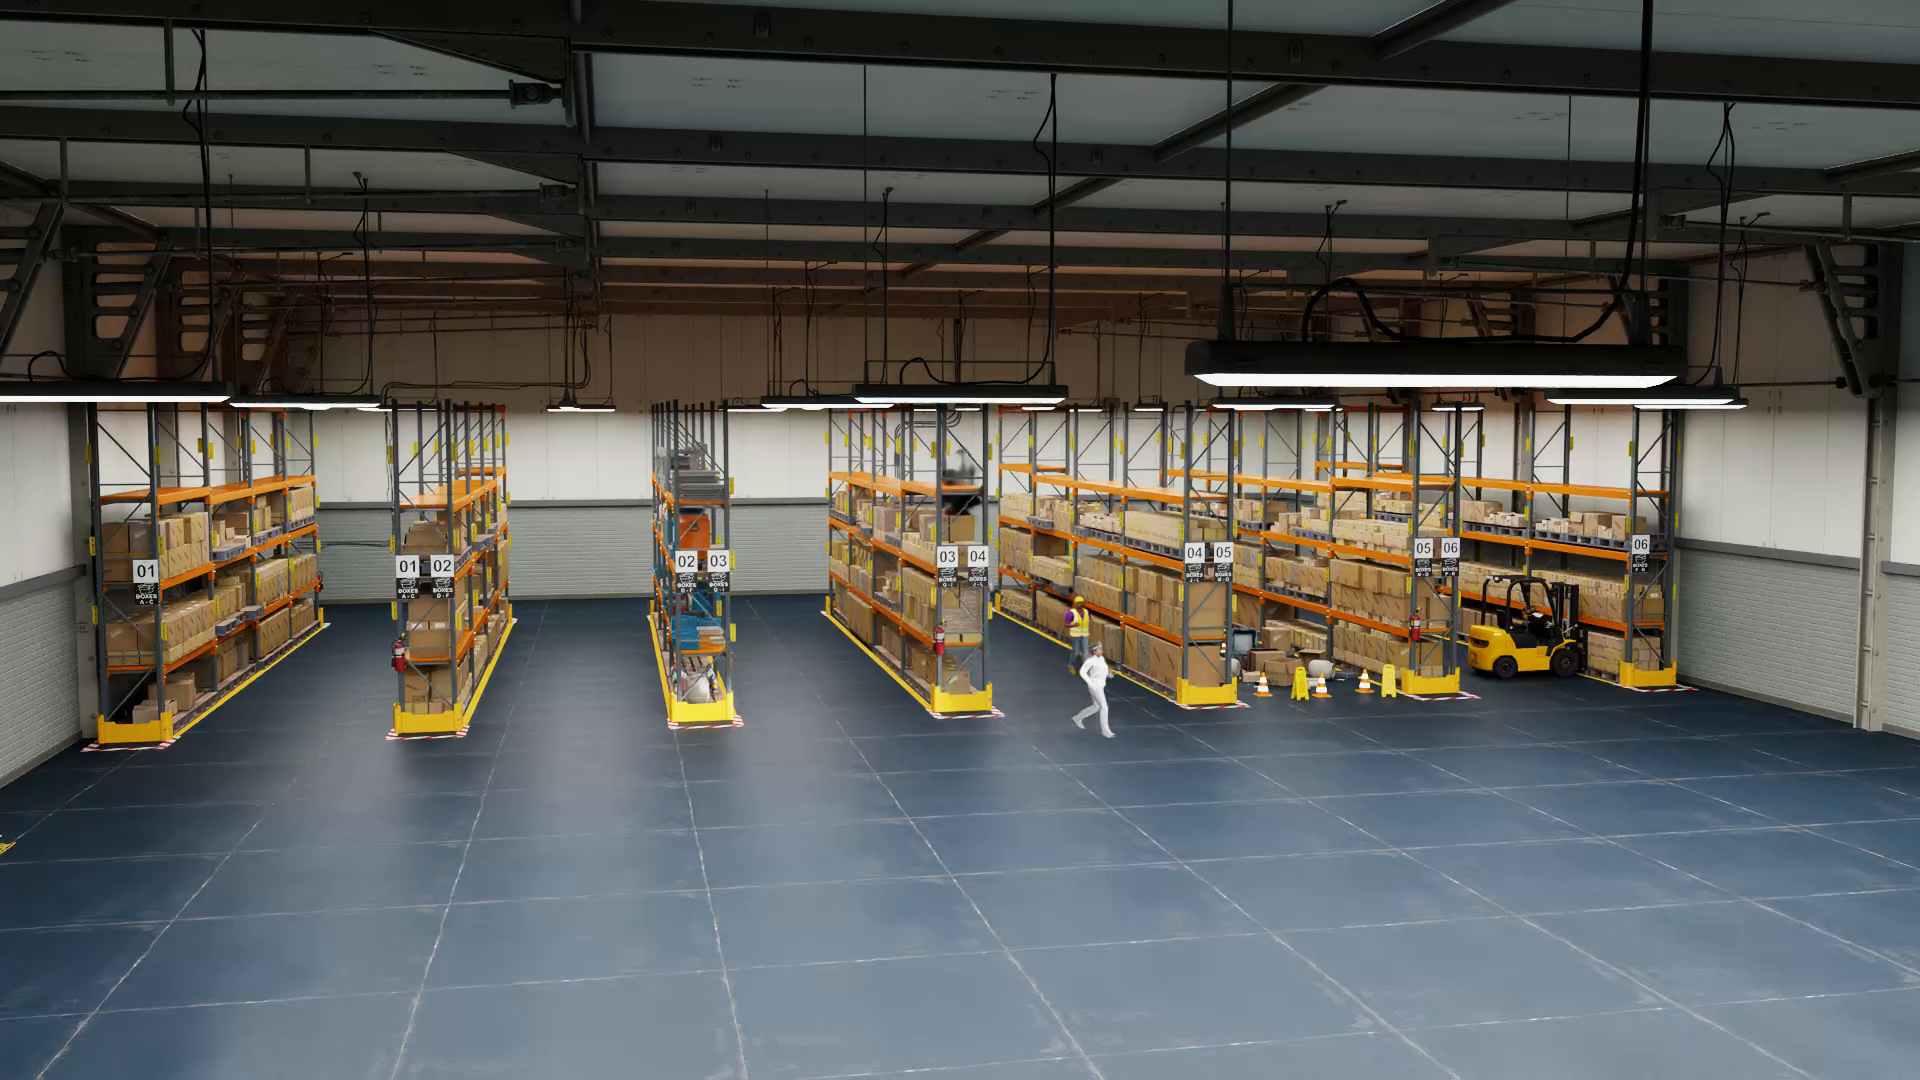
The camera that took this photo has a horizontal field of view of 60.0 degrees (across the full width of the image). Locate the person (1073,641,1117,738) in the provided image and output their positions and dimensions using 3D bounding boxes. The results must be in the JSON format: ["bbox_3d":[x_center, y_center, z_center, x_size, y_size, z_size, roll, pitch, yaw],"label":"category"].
[{"bbox_3d":[2.431,2.648,29.684,0.818,1.703,0.604,2,5,29],"label":"person"}]

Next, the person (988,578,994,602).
[{"bbox_3d":[0.654,1.581,44.563,0.524,1.560,0.559,-1,4,-14],"label":"person"}]

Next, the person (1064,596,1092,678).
[{"bbox_3d":[2.582,2.094,35.900,0.694,1.763,0.951,-1,4,-16],"label":"person"}]
